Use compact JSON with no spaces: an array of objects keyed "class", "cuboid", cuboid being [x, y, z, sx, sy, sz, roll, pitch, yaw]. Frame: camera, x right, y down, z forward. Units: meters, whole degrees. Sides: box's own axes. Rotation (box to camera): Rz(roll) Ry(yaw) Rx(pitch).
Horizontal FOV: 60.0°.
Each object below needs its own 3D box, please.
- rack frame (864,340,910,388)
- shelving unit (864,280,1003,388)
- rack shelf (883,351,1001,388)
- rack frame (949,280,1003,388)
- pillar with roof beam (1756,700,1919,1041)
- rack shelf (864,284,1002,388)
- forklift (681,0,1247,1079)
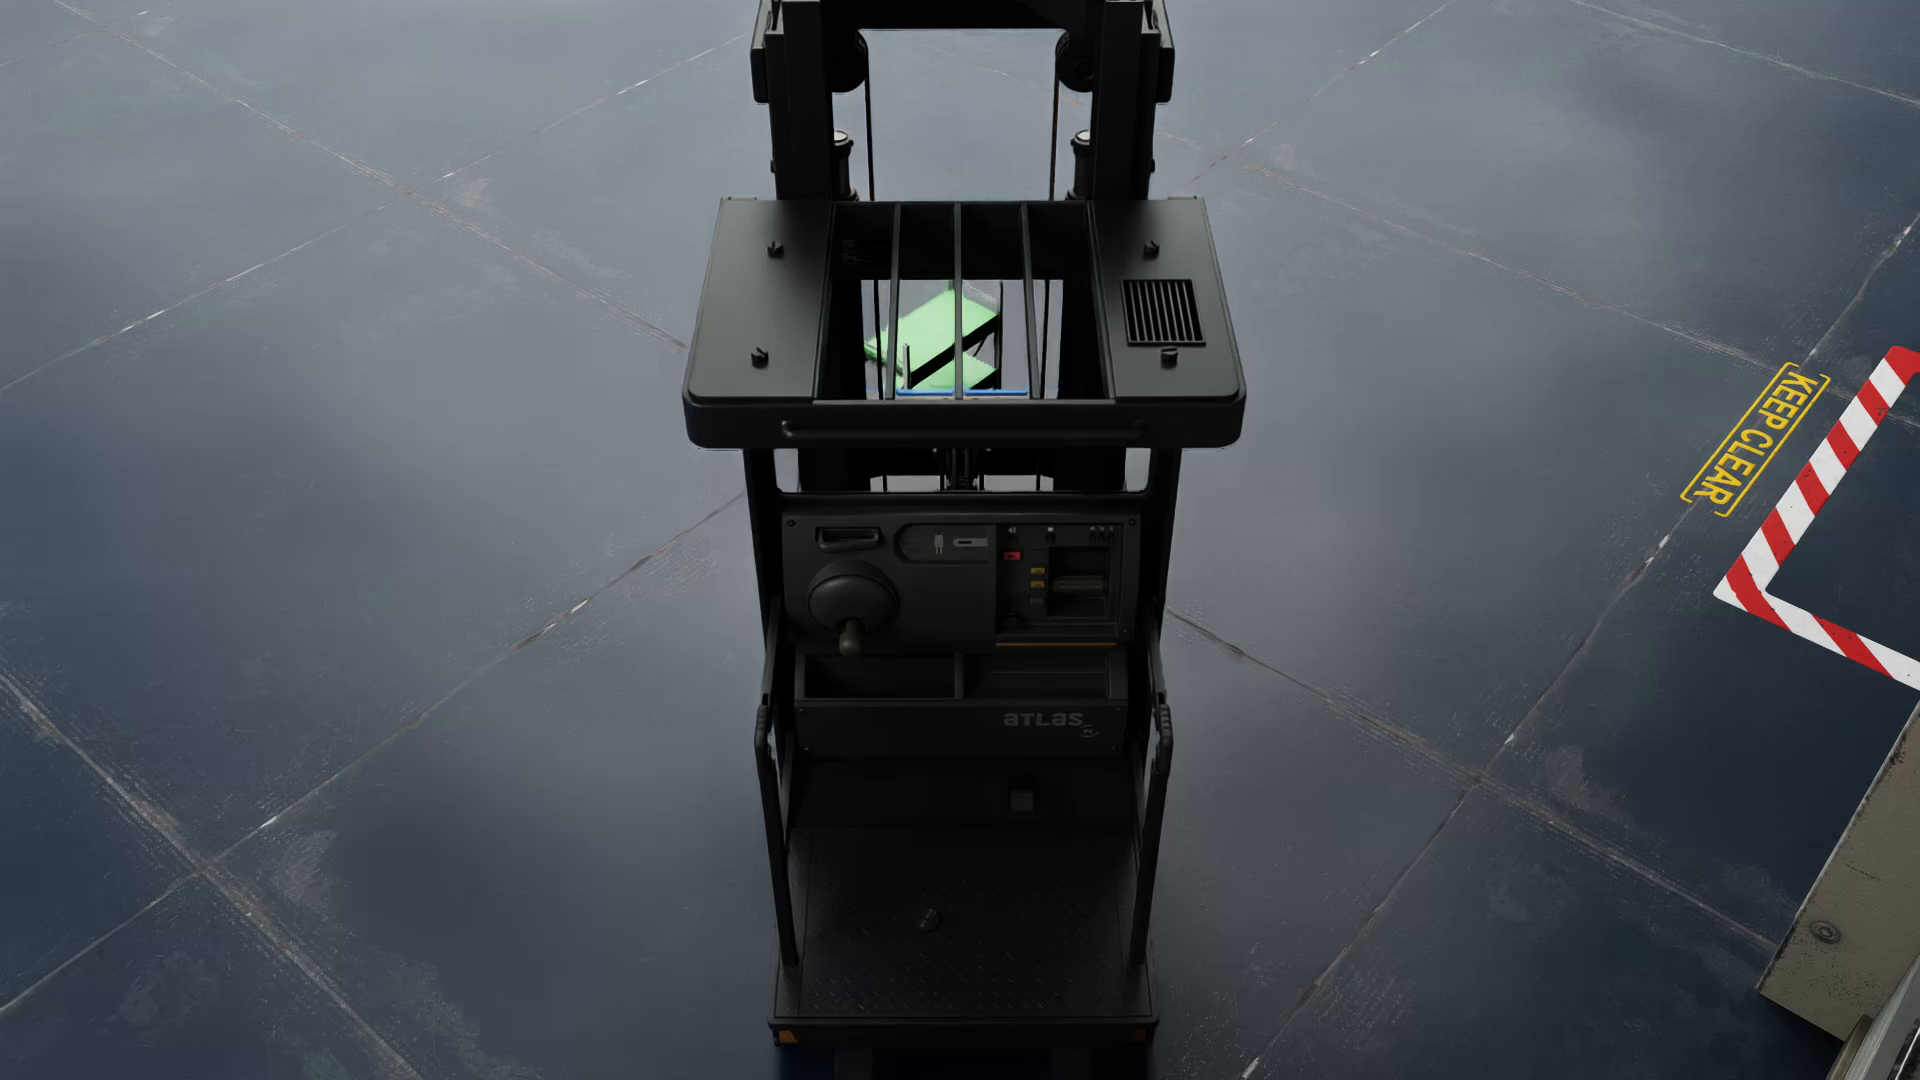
[{"class":"rack frame","cuboid":[-0.263,-0.257,5.971,0.240,1.200,0.015,30,50,29]},{"class":"shelving unit","cuboid":[-0.104,-0.381,6.108,0.258,1.200,0.503,30,50,29]},{"class":"rack shelf","cuboid":[-0.104,-0.512,5.989,0.258,0.148,0.480,30,50,29]},{"class":"rack frame","cuboid":[0.056,-0.505,6.245,0.240,1.200,0.015,30,50,29]},{"class":"pillar with roof beam","cuboid":[-0.626,-3.857,4.133,9.100,9.000,0.400,29,50,28]},{"class":"rack shelf","cuboid":[-0.104,-0.689,5.828,0.258,0.148,0.480,30,50,29]},{"class":"forklift","cuboid":[0.007,0.192,4.191,1.130,2.935,3.031,0,42,0]}]
